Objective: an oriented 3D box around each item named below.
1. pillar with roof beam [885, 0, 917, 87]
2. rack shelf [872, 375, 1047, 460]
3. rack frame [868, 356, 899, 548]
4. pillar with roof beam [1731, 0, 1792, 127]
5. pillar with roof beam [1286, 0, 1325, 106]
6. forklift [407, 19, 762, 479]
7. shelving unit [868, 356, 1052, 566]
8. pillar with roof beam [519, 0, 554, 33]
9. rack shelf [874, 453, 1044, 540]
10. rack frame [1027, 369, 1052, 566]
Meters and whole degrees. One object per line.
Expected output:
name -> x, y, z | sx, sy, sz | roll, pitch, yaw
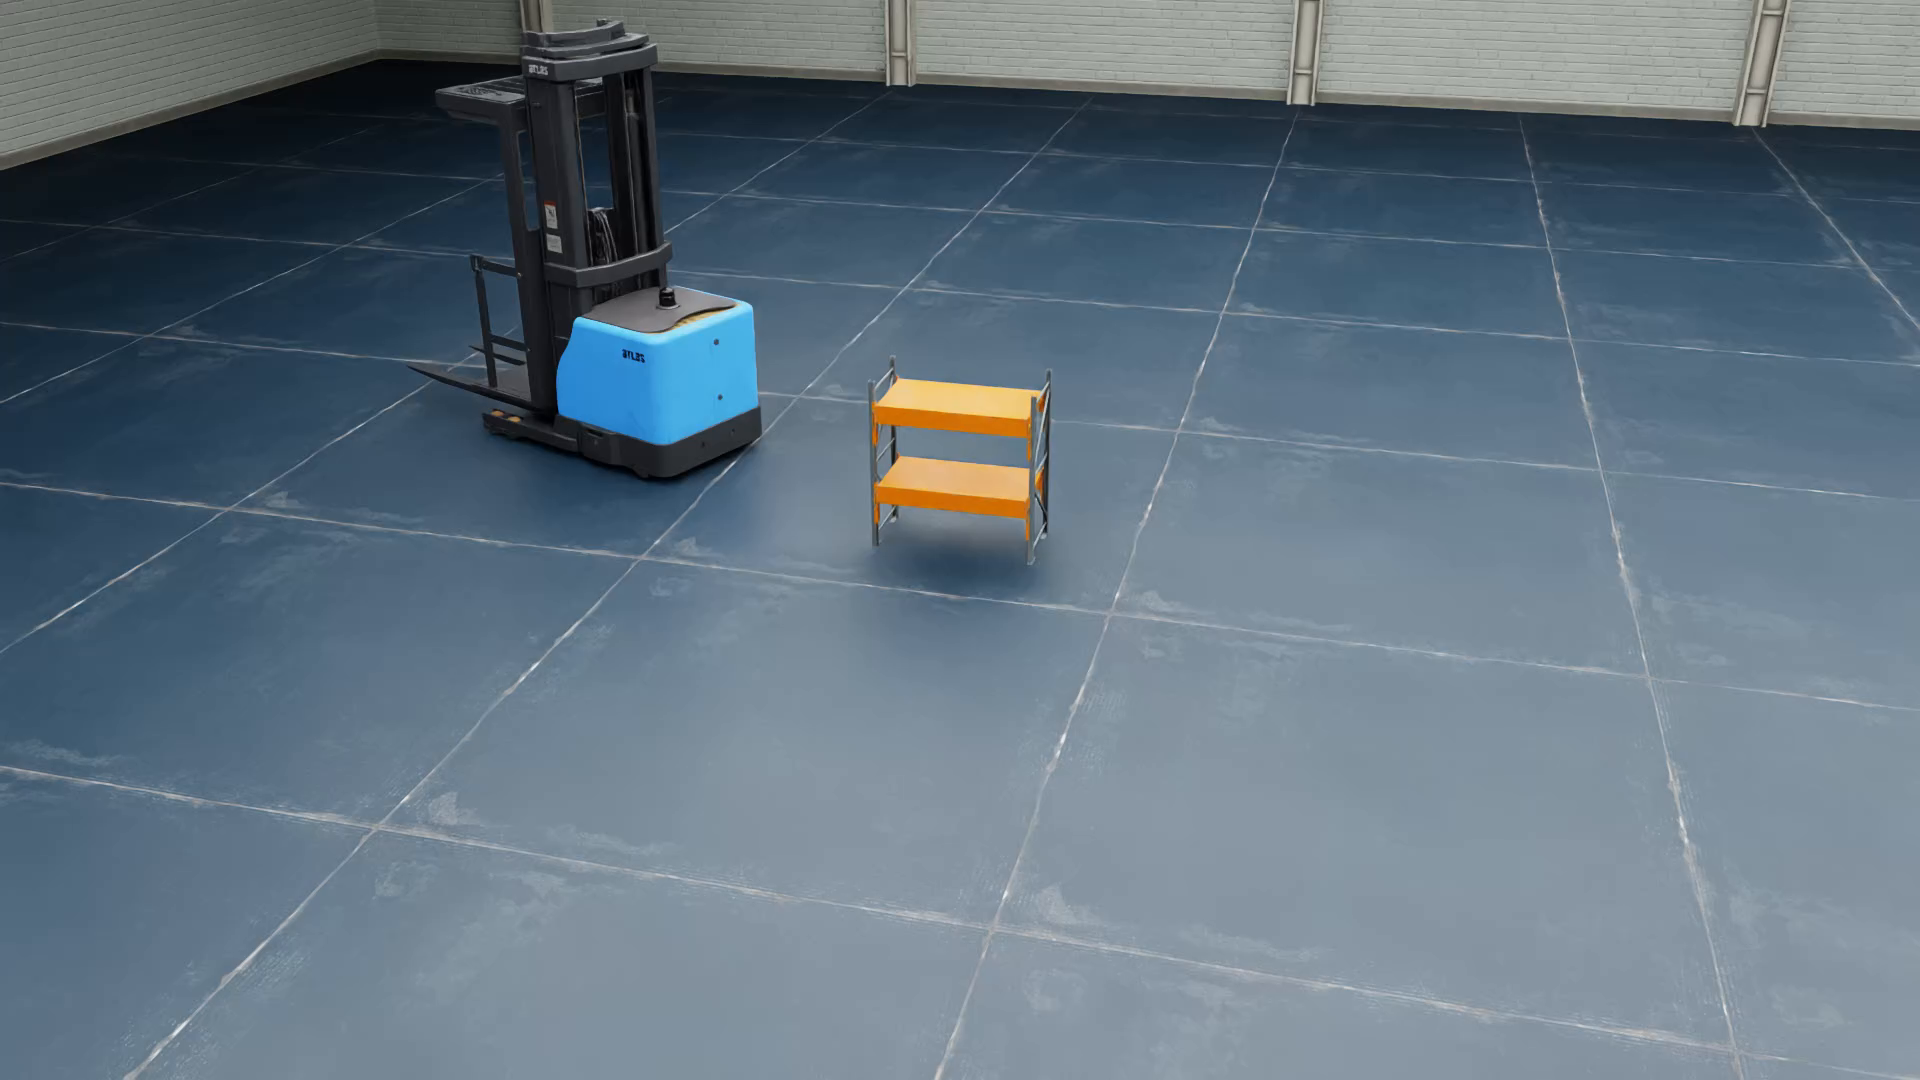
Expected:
pillar with roof beam -> -1.965, -9.212, 19.632 | 0.400, 9.000, 9.100 | 6, 26, 13
rack shelf -> 0.007, -0.771, 10.381 | 1.000, 0.278, 0.538 | 6, 26, 13
rack frame -> -0.486, -0.562, 10.621 | 0.032, 1.125, 0.500 | 6, 26, 13
pillar with roof beam -> 9.657, -7.928, 16.933 | 0.400, 9.000, 9.100 | 6, 26, 13
pillar with roof beam -> 3.846, -8.570, 18.282 | 0.400, 9.000, 9.100 | 6, 26, 13
forklift -> -2.944, -2.237, 12.038 | 3.031, 2.935, 1.130 | 17, 30, 32
shelving unit -> 0.007, -0.507, 10.507 | 1.048, 1.125, 0.538 | 6, 26, 13
pillar with roof beam -> -7.776, -9.855, 20.981 | 0.400, 9.000, 9.100 | 6, 26, 13
rack shelf -> 0.007, -0.286, 10.612 | 1.000, 0.278, 0.538 | 6, 26, 13
rack frame -> 0.499, -0.453, 10.392 | 0.032, 1.125, 0.500 | 6, 26, 13
